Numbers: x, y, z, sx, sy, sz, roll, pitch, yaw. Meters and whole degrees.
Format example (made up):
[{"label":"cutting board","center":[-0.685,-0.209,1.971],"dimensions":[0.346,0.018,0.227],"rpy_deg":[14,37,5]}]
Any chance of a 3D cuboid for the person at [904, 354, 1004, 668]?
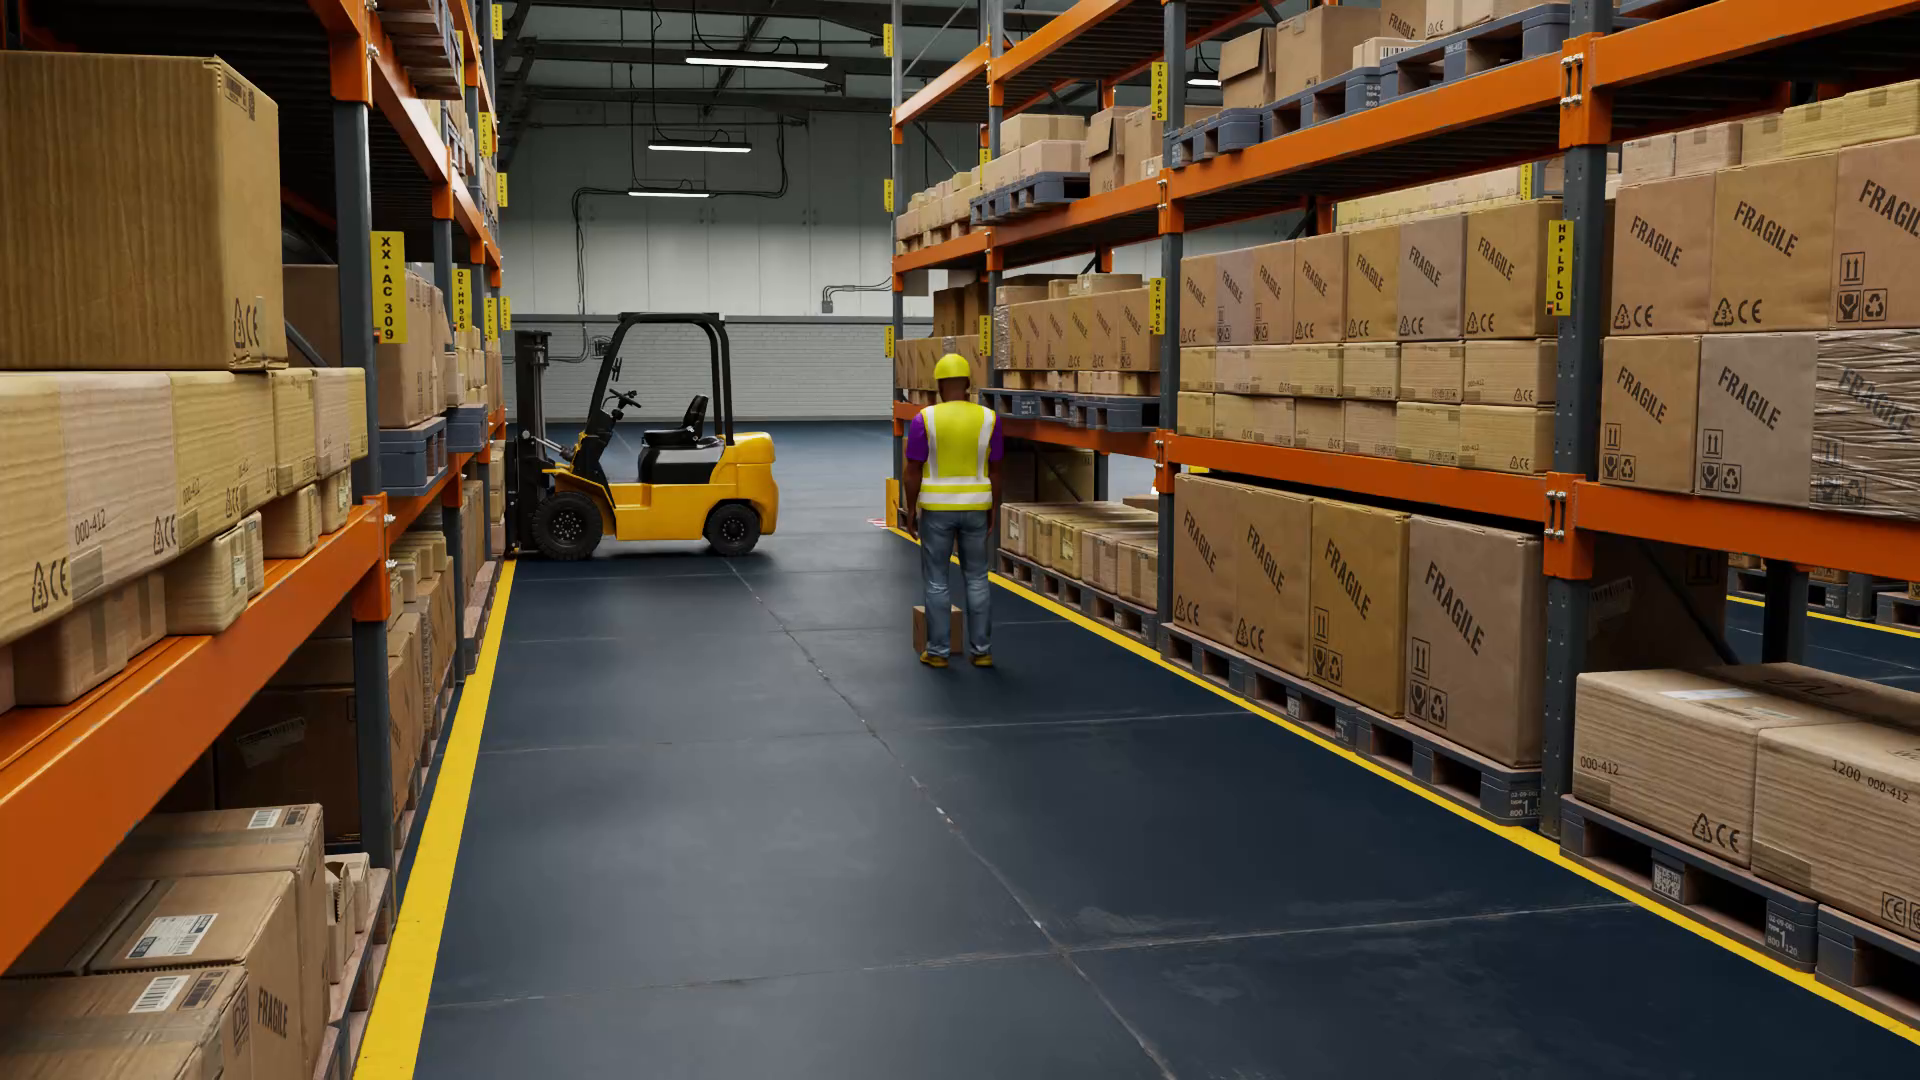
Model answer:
[{"label":"person","center":[-0.040,-0.159,9.419],"dimensions":[0.564,1.778,0.360],"rpy_deg":[-1,6,-12]}]
